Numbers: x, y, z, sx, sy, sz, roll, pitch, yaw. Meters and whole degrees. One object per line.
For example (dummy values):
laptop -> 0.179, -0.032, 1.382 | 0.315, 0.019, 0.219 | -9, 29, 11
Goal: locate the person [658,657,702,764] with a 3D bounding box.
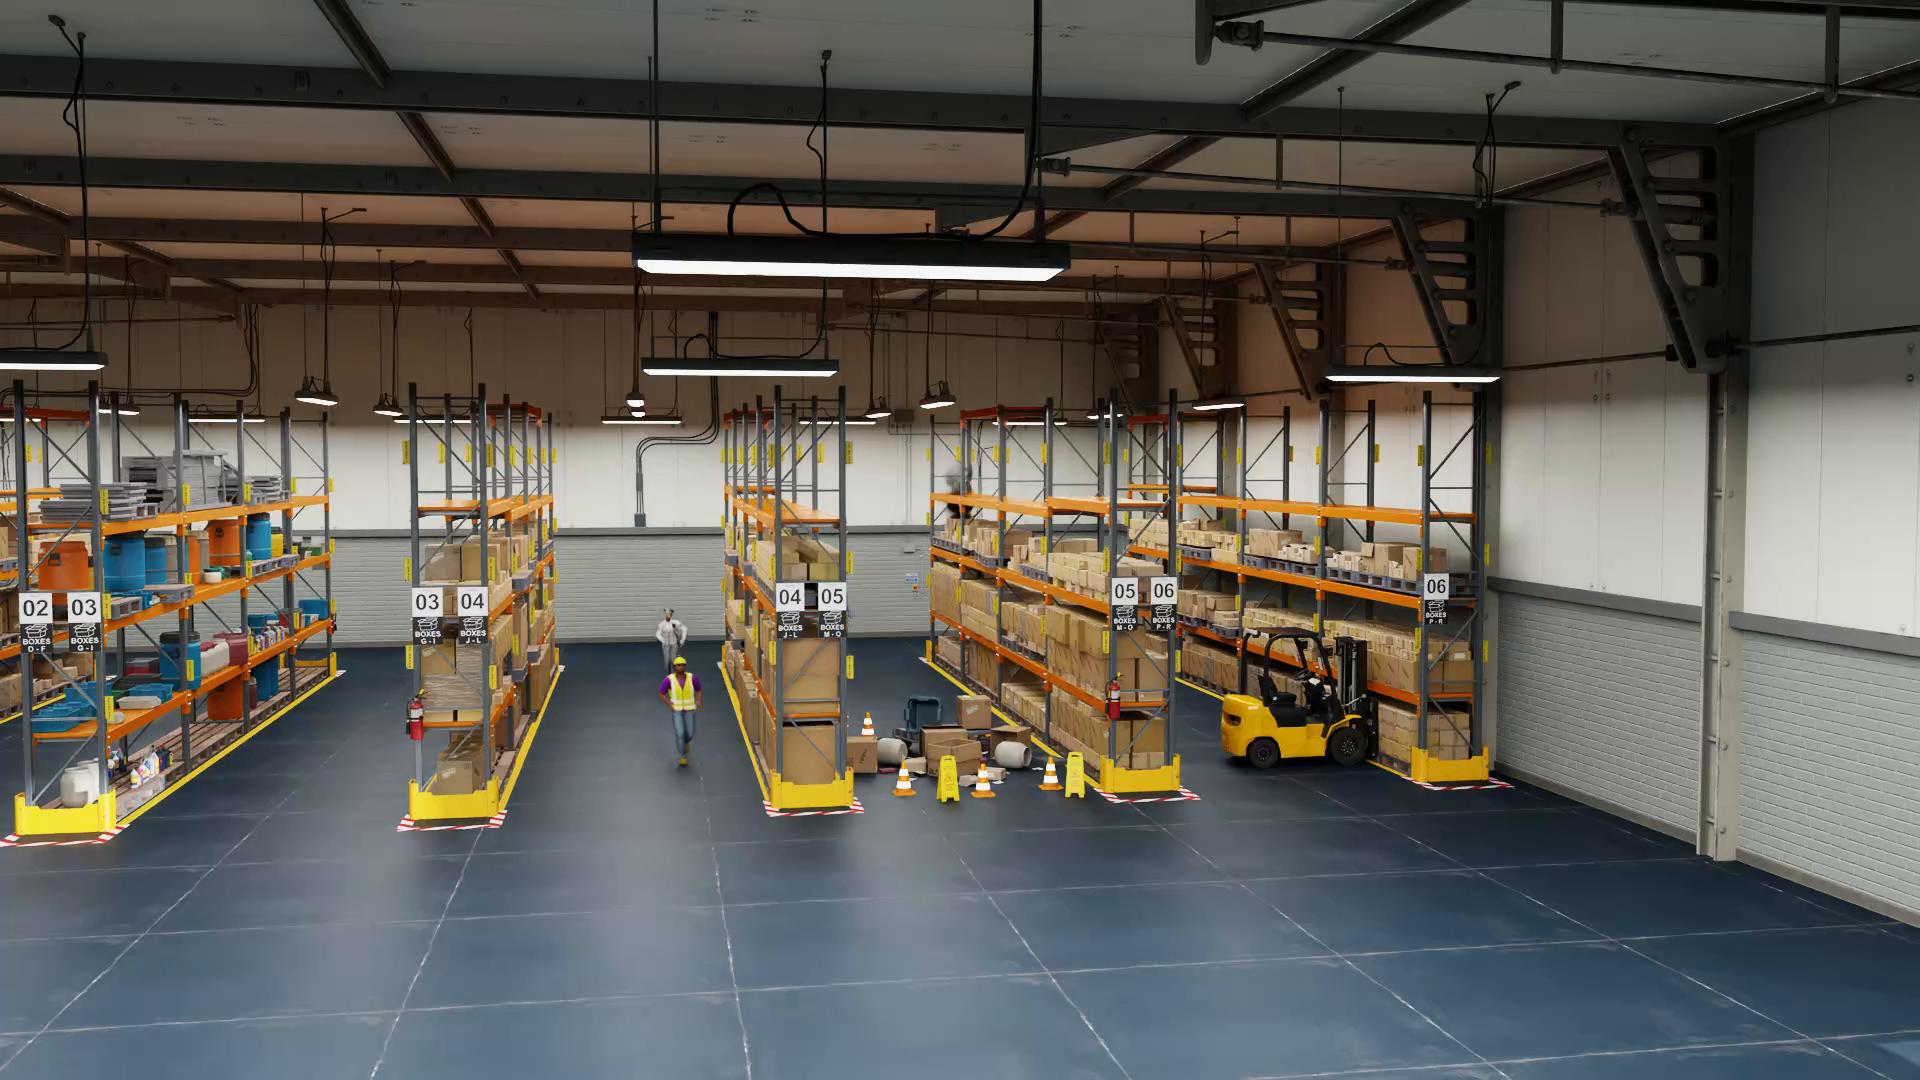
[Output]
person -> -4.552, 2.762, 27.099 | 0.722, 1.726, 0.653 | -1, 3, -18

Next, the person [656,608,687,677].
person -> -6.381, 2.320, 36.679 | 0.645, 1.656, 0.653 | 0, 3, -1
